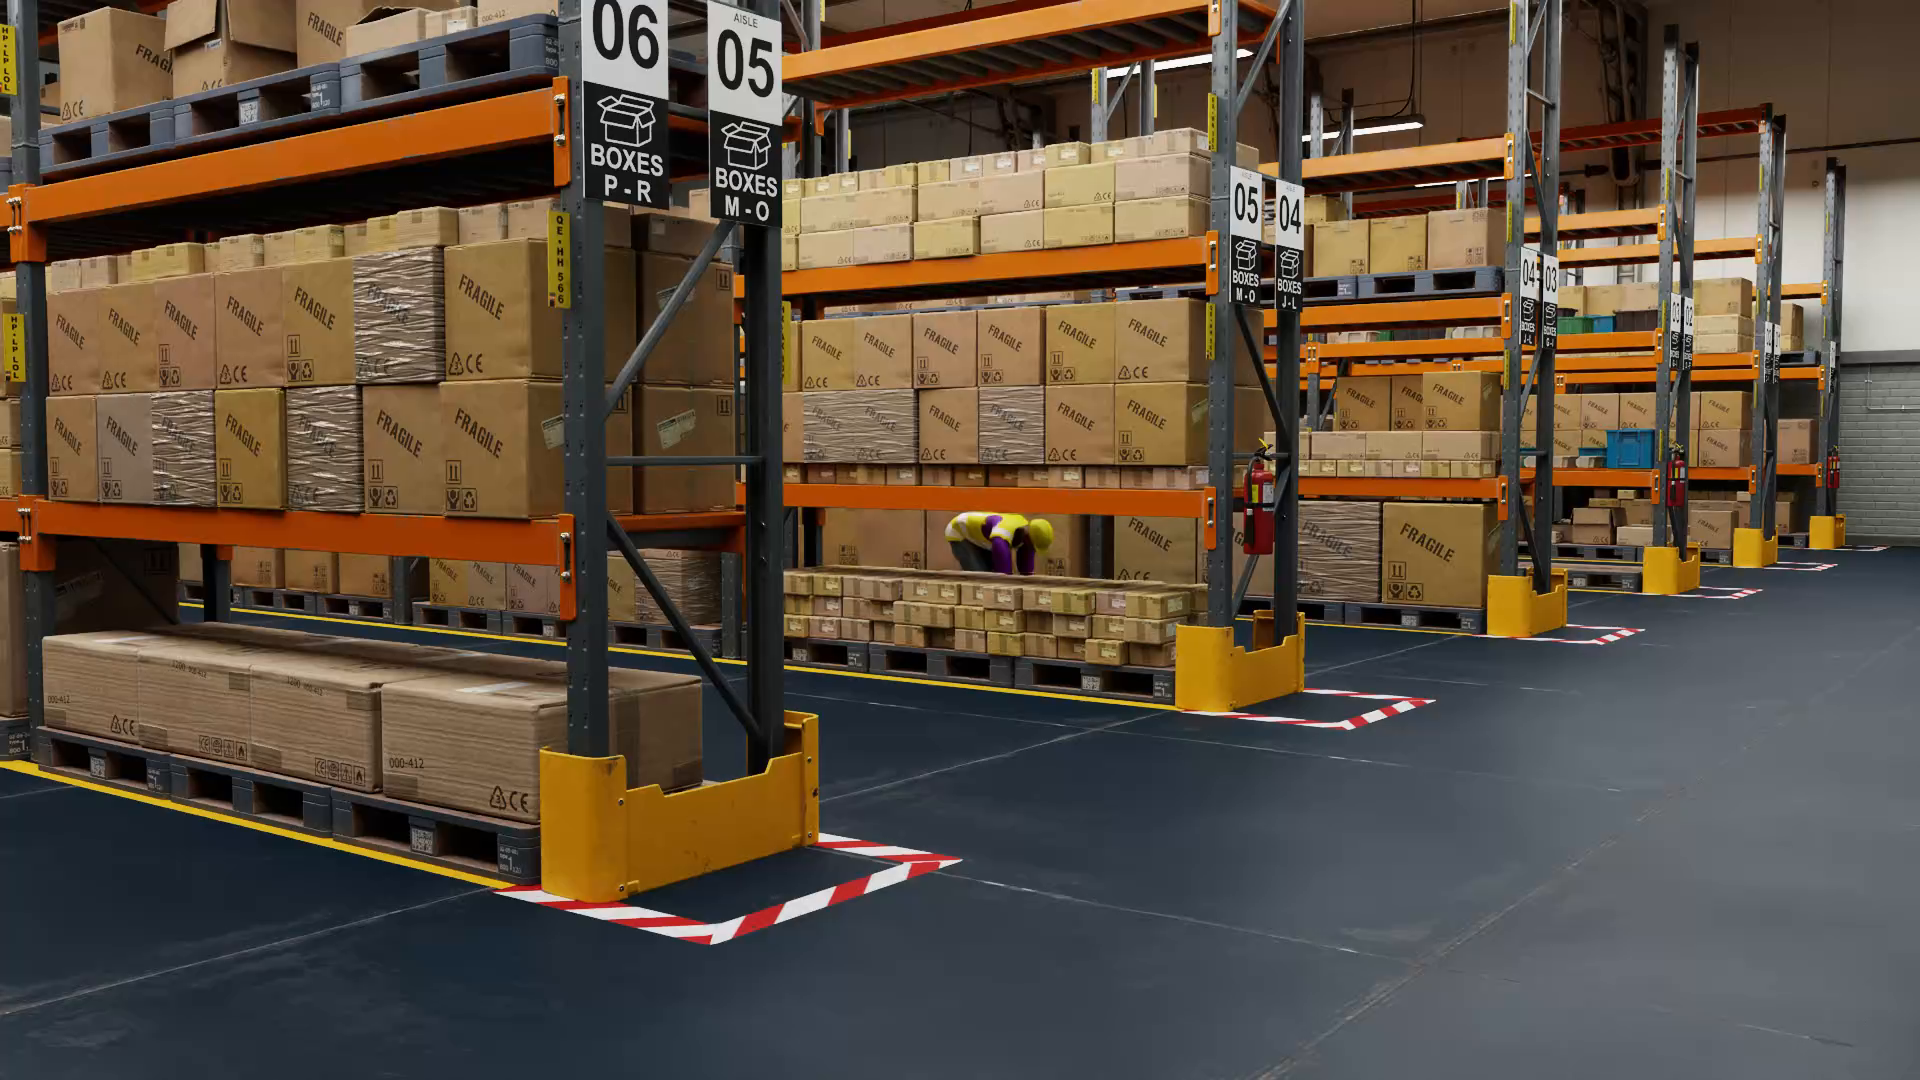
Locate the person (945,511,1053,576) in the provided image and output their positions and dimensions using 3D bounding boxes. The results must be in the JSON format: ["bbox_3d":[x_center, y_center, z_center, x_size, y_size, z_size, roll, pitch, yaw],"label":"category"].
[{"bbox_3d":[0.339,0.292,13.223,0.982,1.064,0.481,3,4,40],"label":"person"}]
